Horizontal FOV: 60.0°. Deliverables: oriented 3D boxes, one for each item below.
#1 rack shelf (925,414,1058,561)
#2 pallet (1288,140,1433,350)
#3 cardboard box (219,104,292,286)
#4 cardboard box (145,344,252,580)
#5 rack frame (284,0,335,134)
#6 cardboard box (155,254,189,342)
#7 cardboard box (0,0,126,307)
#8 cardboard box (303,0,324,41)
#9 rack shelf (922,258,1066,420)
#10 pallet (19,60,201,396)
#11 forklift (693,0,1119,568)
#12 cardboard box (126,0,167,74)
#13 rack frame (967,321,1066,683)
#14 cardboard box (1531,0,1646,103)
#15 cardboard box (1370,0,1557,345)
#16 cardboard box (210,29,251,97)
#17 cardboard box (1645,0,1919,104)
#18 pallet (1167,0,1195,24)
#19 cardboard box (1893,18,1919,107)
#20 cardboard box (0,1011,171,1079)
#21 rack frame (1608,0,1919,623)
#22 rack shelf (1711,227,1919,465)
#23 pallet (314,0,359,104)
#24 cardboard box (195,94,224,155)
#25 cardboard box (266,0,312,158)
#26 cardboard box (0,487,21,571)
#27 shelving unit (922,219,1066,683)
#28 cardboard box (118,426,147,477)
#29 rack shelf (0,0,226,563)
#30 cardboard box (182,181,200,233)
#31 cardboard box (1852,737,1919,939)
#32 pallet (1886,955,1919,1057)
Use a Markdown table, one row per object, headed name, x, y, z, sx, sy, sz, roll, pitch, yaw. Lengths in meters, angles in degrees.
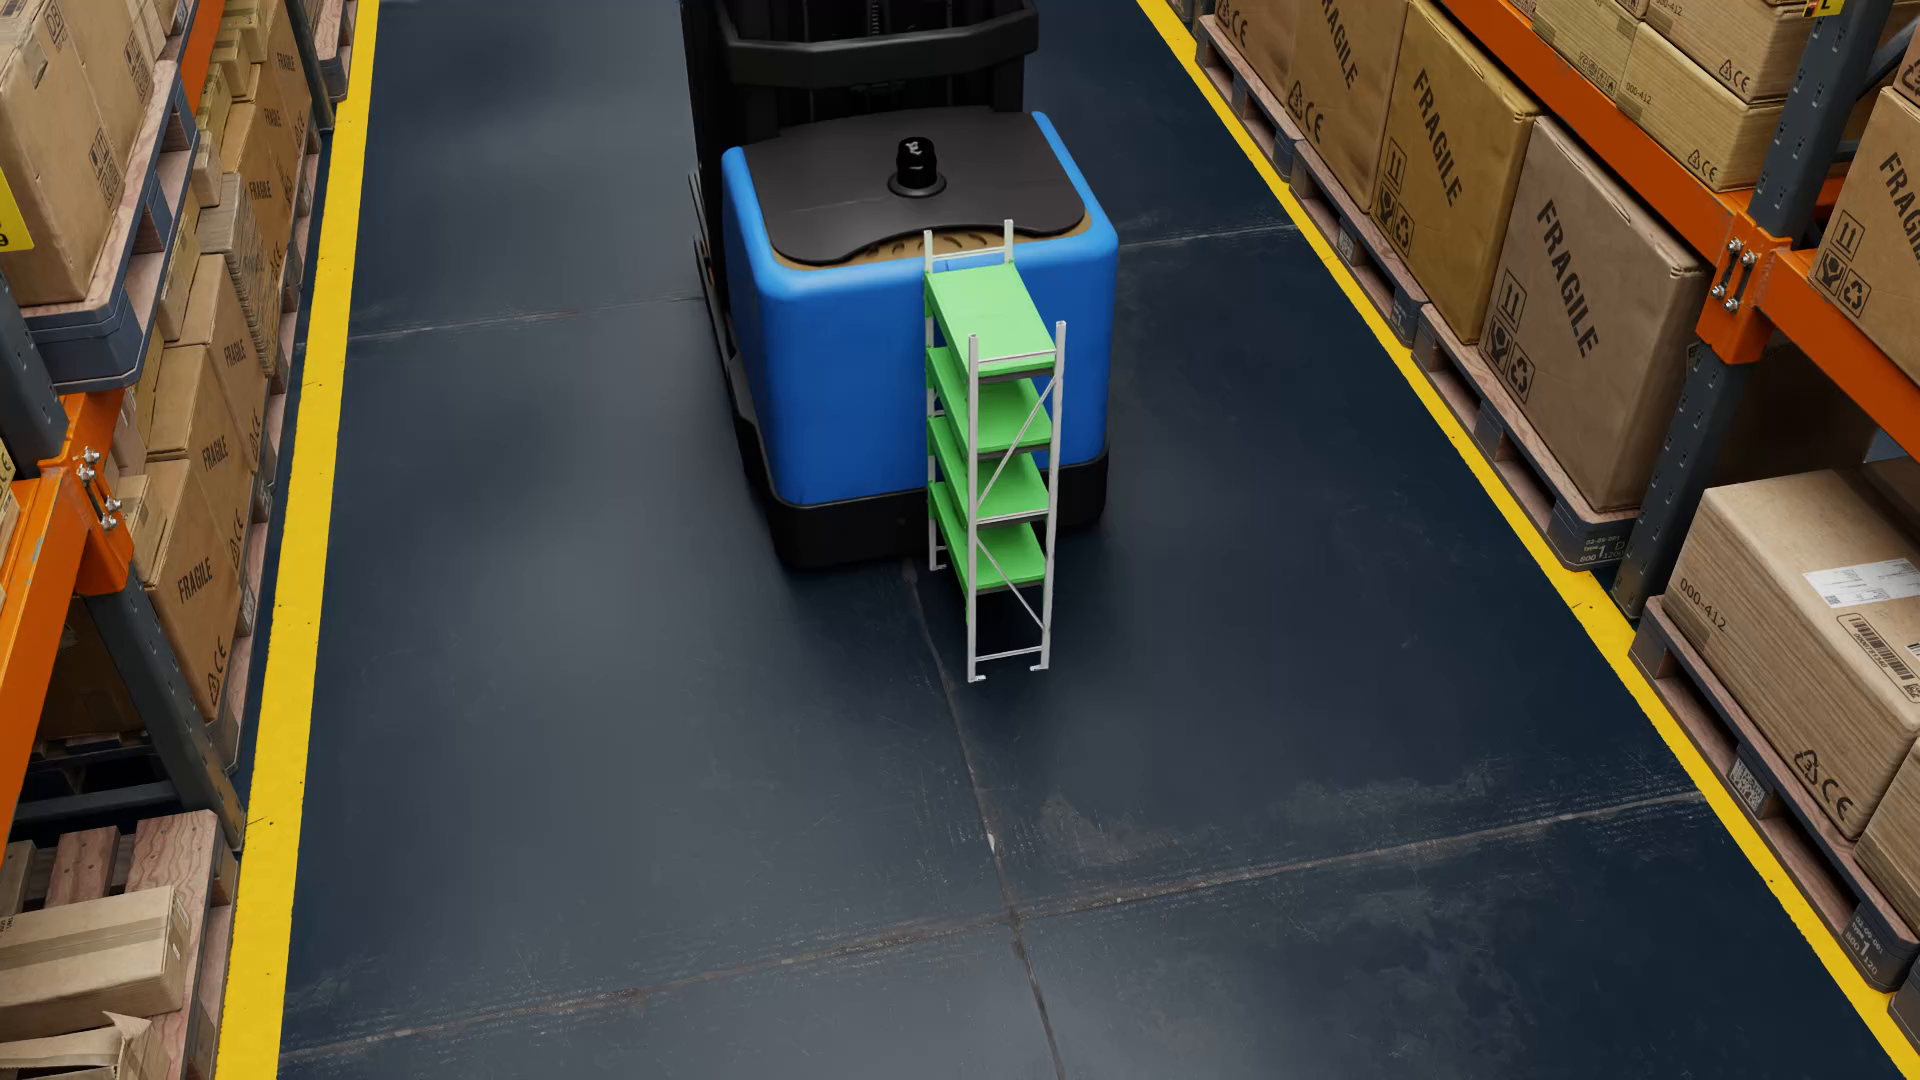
| name | x | y | z | sx | sy | sz | roll | pitch | yaw |
| --- | --- | --- | --- | --- | --- | --- | --- | --- | --- |
| rack shelf | 0.081 | -0.170 | 4.634 | 0.258 | 0.148 | 0.480 | -9 | 42 | -10 |
| pallet | 1.969 | -1.227 | 6.473 | 1.003 | 0.211 | 1.213 | -8 | 42 | -9 |
| cardboard box | -2.719 | -1.181 | 5.887 | 0.500 | 0.500 | 0.500 | -7 | 42 | -7 |
| cardboard box | -2.379 | -0.186 | 4.766 | 0.500 | 0.500 | 0.500 | -9 | 42 | -10 |
| rack frame | -3.233 | -2.867 | 6.220 | 1.000 | 3.000 | 0.127 | -8 | 42 | -9 |
| cardboard box | -2.479 | -0.686 | 4.841 | 0.380 | 0.149 | 0.250 | -8 | 42 | -9 |
| cardboard box | -2.256 | -0.814 | 3.516 | 0.700 | 0.500 | 0.500 | -7 | 42 | -8 |
| cardboard box | -3.354 | -2.542 | 7.327 | 0.875 | 0.625 | 0.625 | -7 | 42 | -8 |
| rack shelf | 0.081 | -0.529 | 4.316 | 0.258 | 0.148 | 0.480 | -9 | 42 | -10 |
| pallet | -2.436 | -0.736 | 3.964 | 1.003 | 0.211 | 1.213 | -8 | 42 | -9 |
| forklift | -0.388 | -2.002 | 5.297 | 1.130 | 2.935 | 3.031 | -9 | 42 | -10 |
| cardboard box | -2.295 | -1.336 | 4.281 | 0.396 | 0.266 | 0.258 | -6 | 42 | -7 |
| rack frame | 0.139 | -0.061 | 4.415 | 0.240 | 1.200 | 0.015 | -9 | 42 | -10 |
| cardboard box | 2.024 | -1.516 | 4.812 | 0.500 | 0.250 | 0.500 | -9 | 42 | -10 |
| cardboard box | 2.062 | -1.325 | 5.767 | 0.875 | 0.875 | 0.875 | -7 | 42 | -8 |
| cardboard box | -2.776 | -1.698 | 5.982 | 0.380 | 0.149 | 0.250 | -10 | 43 | -11 |
| cardboard box | 2.144 | -1.369 | 4.270 | 0.500 | 0.250 | 0.500 | -8 | 42 | -9 |
| pallet | 1.446 | -3.044 | 8.521 | 1.003 | 0.211 | 1.213 | -8 | 42 | -9 |
| cardboard box | 2.343 | -1.056 | 3.351 | 0.500 | 0.500 | 0.500 | -8 | 42 | -9 |
| cardboard box | -1.886 | 1.142 | 3.447 | 0.396 | 0.266 | 0.258 | -7 | 42 | -8 |
| rack frame | 2.476 | -0.988 | 4.103 | 1.000 | 3.000 | 0.127 | -8 | 42 | -9 |
| rack shelf | 2.908 | 0.578 | 2.881 | 1.077 | 0.370 | 4.000 | -8 | 42 | -9 |
| pallet | -3.373 | -2.363 | 7.753 | 1.003 | 0.211 | 1.213 | -8 | 42 | -9 |
| cardboard box | -2.709 | -1.359 | 5.599 | 0.380 | 0.149 | 0.250 | -9 | 42 | -10 |
| cardboard box | -2.932 | -1.846 | 6.636 | 0.500 | 0.500 | 0.500 | -7 | 42 | -8 |
| cardboard box | -2.054 | -0.009 | 3.190 | 0.380 | 0.149 | 0.250 | -8 | 42 | -9 |
| shelving unit | 0.081 | -0.218 | 4.592 | 0.258 | 1.200 | 0.503 | -9 | 42 | -10 |
| cardboard box | -2.323 | -0.178 | 4.269 | 0.380 | 0.149 | 0.250 | -9 | 42 | -10 |
| rack shelf | -2.801 | -1.301 | 4.998 | 1.077 | 0.370 | 4.000 | -8 | 42 | -9 |
| cardboard box | -2.617 | -1.018 | 5.215 | 0.380 | 0.149 | 0.250 | -8 | 42 | -9 |
| cardboard box | 2.701 | 0.816 | 3.685 | 0.875 | 0.438 | 0.875 | -10 | 42 | -11 |
| pallet | 2.831 | 1.352 | 3.568 | 1.003 | 0.211 | 1.213 | -8 | 42 | -9 |
